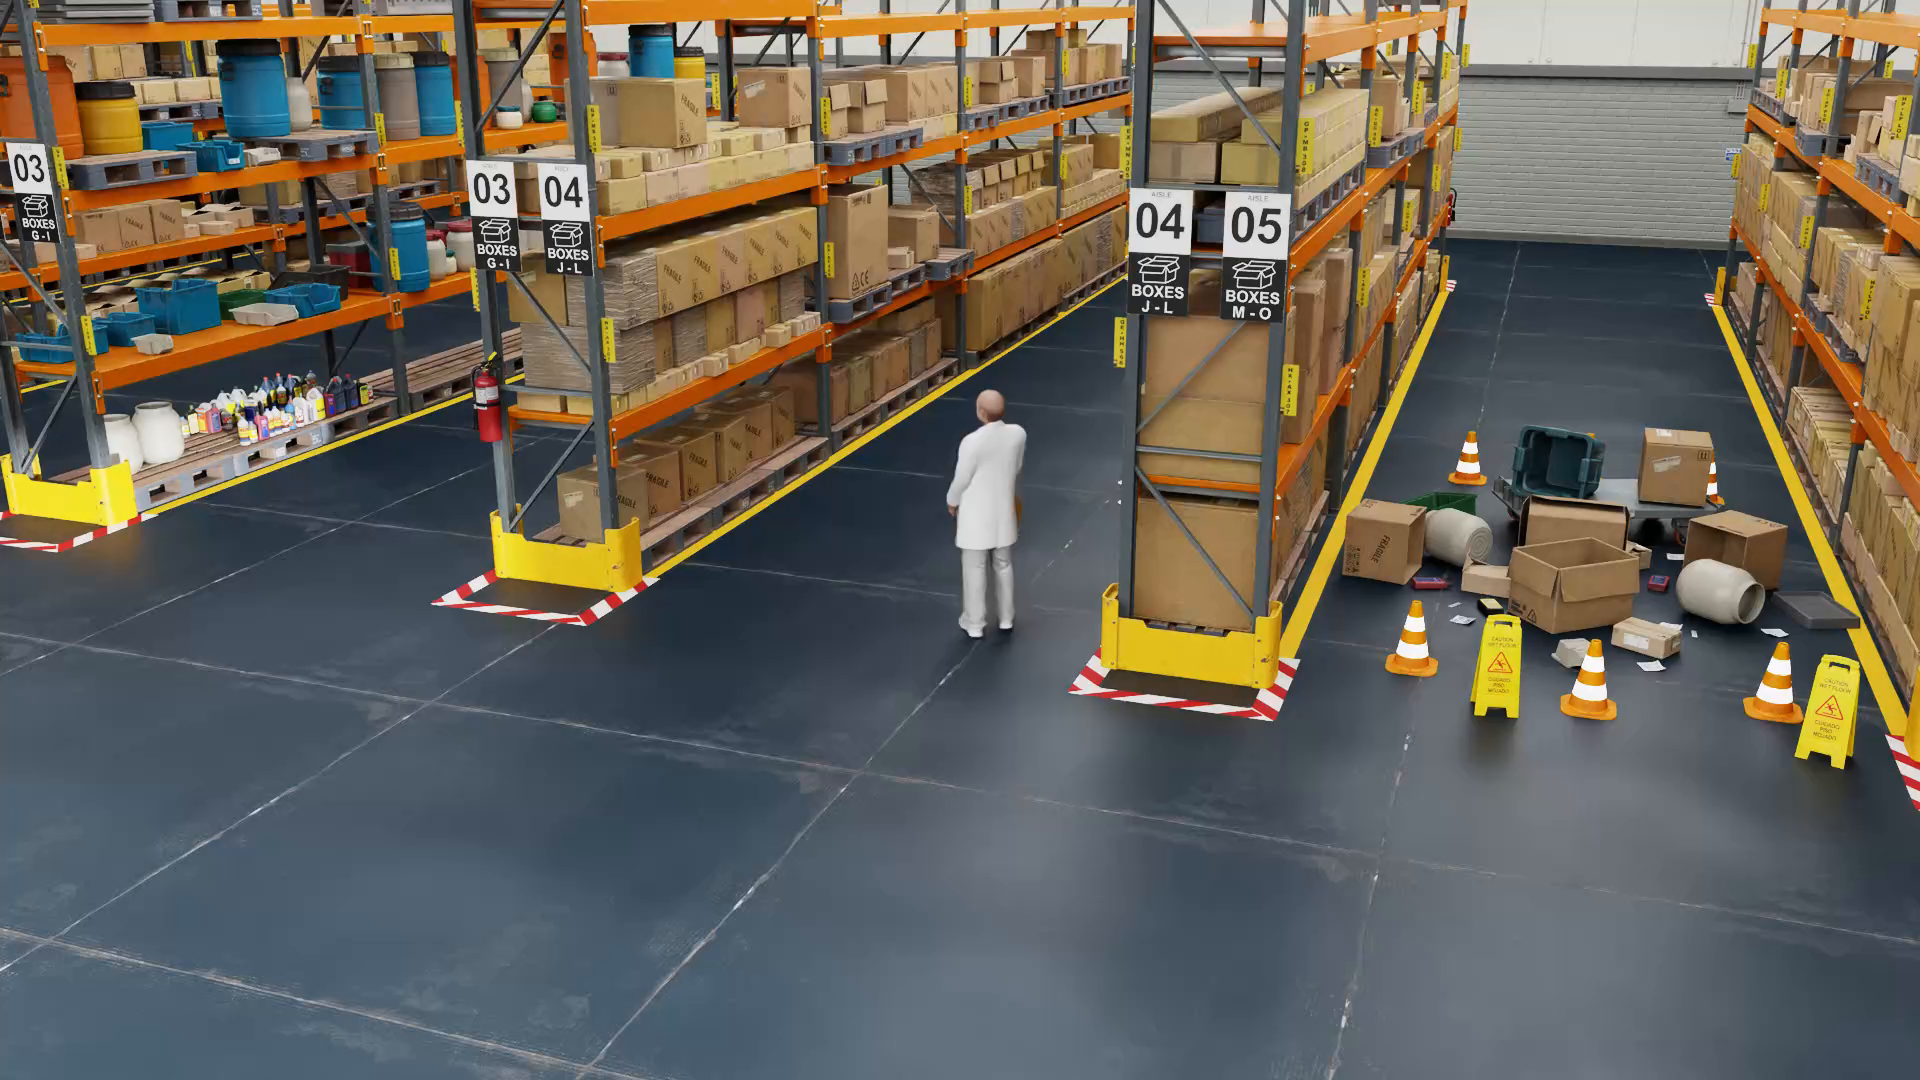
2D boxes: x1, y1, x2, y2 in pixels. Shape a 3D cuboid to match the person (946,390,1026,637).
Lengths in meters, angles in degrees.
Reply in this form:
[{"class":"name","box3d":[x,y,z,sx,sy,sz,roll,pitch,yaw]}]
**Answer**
[{"class":"person","box3d":[0.178,-0.203,11.670,0.627,1.775,0.473,-13,22,-34]}]
